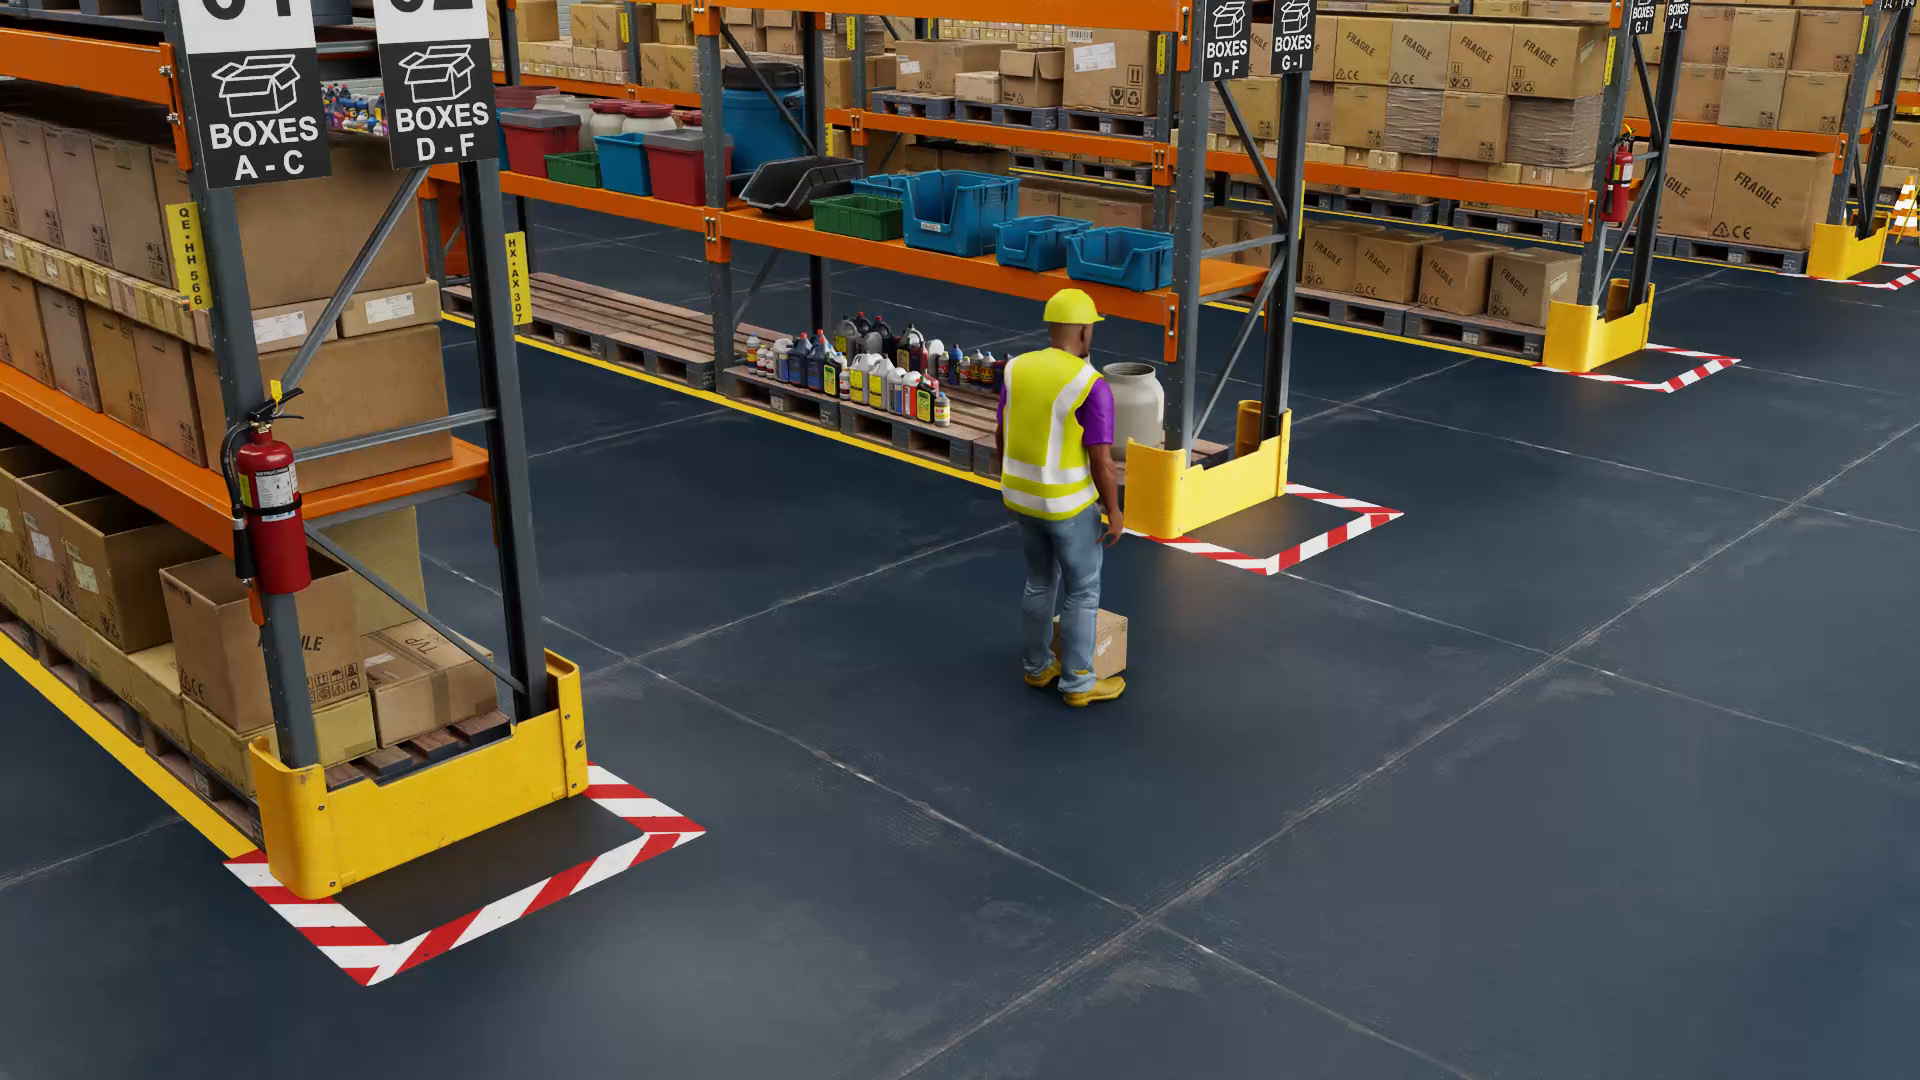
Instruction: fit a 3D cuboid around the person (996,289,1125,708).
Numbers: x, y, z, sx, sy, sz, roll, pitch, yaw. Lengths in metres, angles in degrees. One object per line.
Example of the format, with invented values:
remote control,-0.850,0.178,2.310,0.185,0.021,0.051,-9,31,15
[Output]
person,0.426,-0.180,7.035,0.627,1.761,0.460,19,27,41
